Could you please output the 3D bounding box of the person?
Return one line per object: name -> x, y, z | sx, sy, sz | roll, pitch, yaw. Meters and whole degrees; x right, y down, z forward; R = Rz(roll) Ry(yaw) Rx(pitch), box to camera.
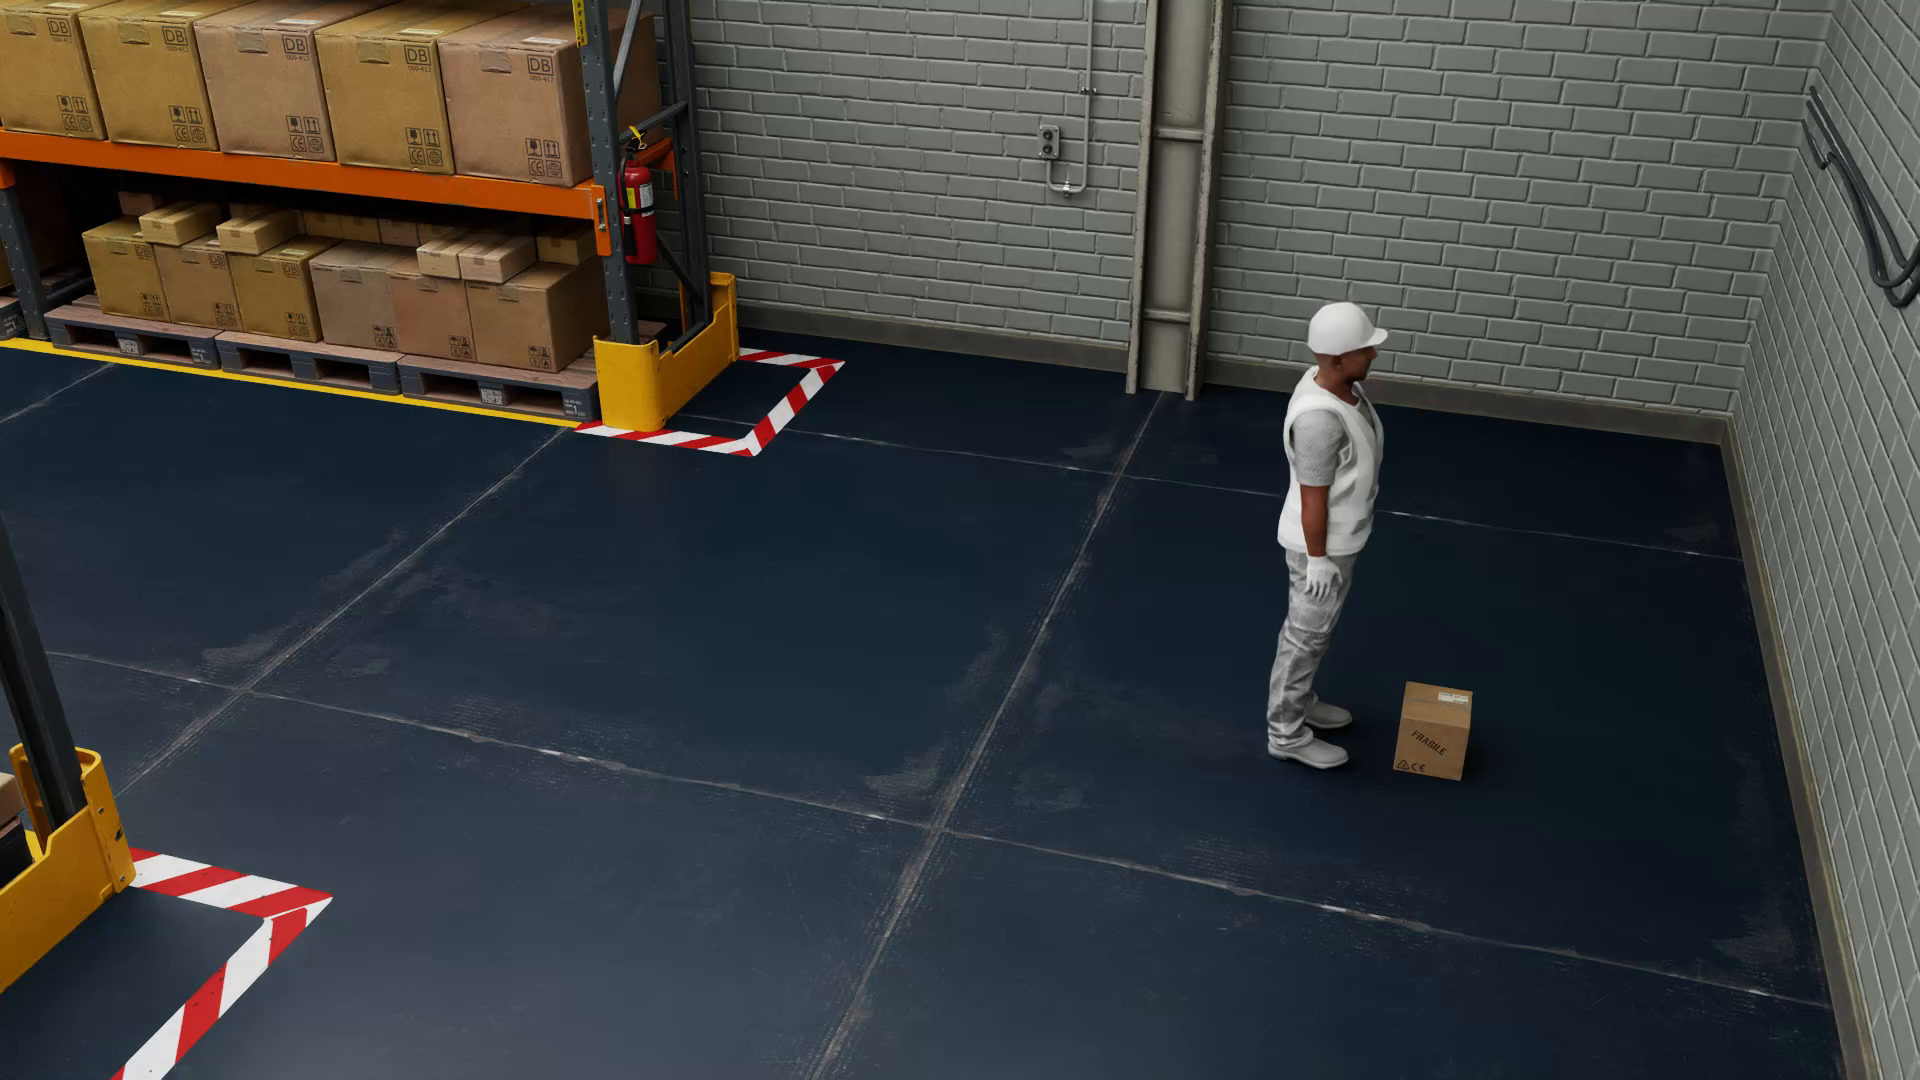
person -> 1.356, -0.020, 6.123 | 0.380, 1.787, 0.546 | 9, 30, 16
